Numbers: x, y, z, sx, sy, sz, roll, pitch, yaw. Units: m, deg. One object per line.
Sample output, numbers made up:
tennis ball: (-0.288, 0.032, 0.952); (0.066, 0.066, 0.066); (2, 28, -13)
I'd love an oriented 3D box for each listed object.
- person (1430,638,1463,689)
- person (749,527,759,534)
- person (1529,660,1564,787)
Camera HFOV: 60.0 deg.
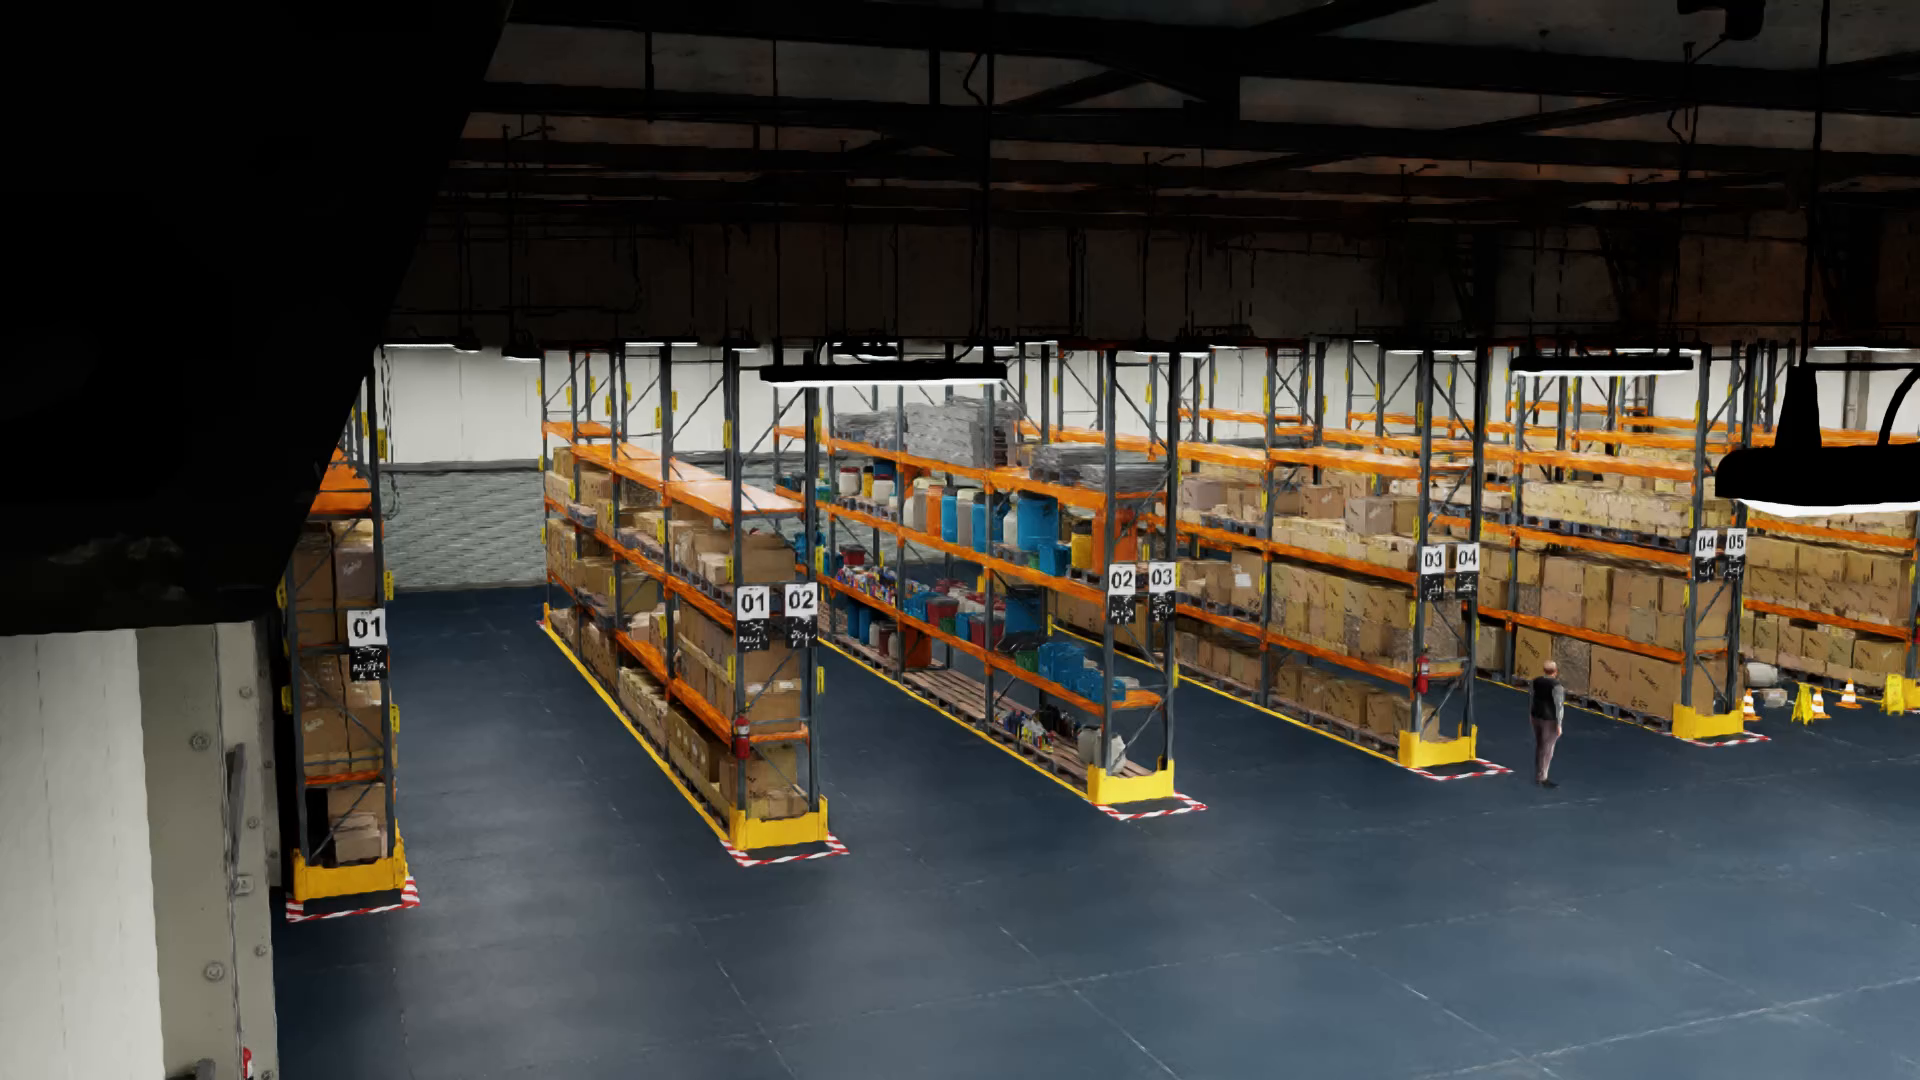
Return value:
person: (8.509, 1.747, 29.011); (0.517, 1.634, 0.536); (1, 7, 7)
person: (-4.867, 0.531, 38.289); (0.495, 1.665, 0.649); (4, 8, 27)
person: (8.100, 2.499, 22.963); (0.499, 1.719, 0.709); (-3, 8, -24)
